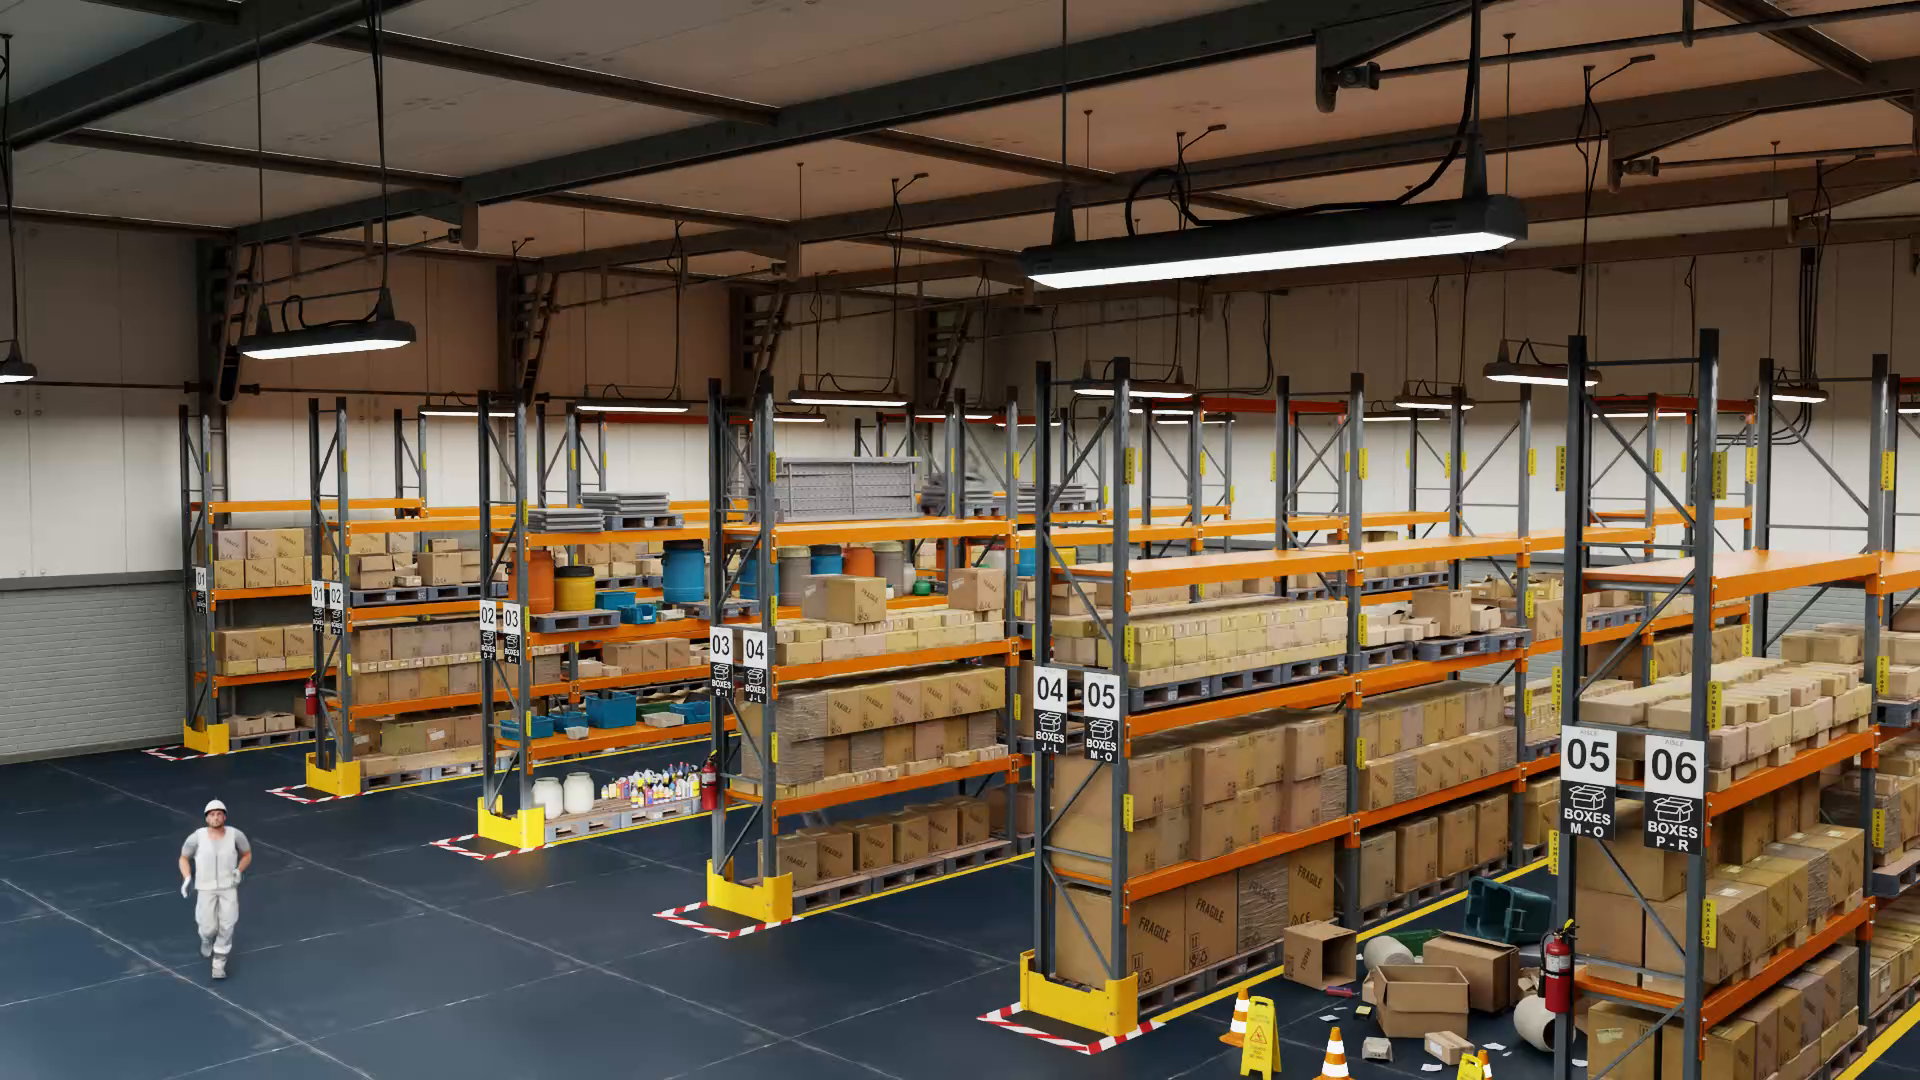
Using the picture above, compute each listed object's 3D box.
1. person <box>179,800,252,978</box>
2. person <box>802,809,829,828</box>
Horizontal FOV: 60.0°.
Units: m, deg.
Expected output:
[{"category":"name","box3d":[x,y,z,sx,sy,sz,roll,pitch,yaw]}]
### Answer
[{"category":"person","box3d":[-7.331,3.432,16.413,0.658,1.738,0.601,-2,3,-27]},{"category":"person","box3d":[-1.969,3.138,21.791,0.686,1.721,0.597,2,4,32]}]
